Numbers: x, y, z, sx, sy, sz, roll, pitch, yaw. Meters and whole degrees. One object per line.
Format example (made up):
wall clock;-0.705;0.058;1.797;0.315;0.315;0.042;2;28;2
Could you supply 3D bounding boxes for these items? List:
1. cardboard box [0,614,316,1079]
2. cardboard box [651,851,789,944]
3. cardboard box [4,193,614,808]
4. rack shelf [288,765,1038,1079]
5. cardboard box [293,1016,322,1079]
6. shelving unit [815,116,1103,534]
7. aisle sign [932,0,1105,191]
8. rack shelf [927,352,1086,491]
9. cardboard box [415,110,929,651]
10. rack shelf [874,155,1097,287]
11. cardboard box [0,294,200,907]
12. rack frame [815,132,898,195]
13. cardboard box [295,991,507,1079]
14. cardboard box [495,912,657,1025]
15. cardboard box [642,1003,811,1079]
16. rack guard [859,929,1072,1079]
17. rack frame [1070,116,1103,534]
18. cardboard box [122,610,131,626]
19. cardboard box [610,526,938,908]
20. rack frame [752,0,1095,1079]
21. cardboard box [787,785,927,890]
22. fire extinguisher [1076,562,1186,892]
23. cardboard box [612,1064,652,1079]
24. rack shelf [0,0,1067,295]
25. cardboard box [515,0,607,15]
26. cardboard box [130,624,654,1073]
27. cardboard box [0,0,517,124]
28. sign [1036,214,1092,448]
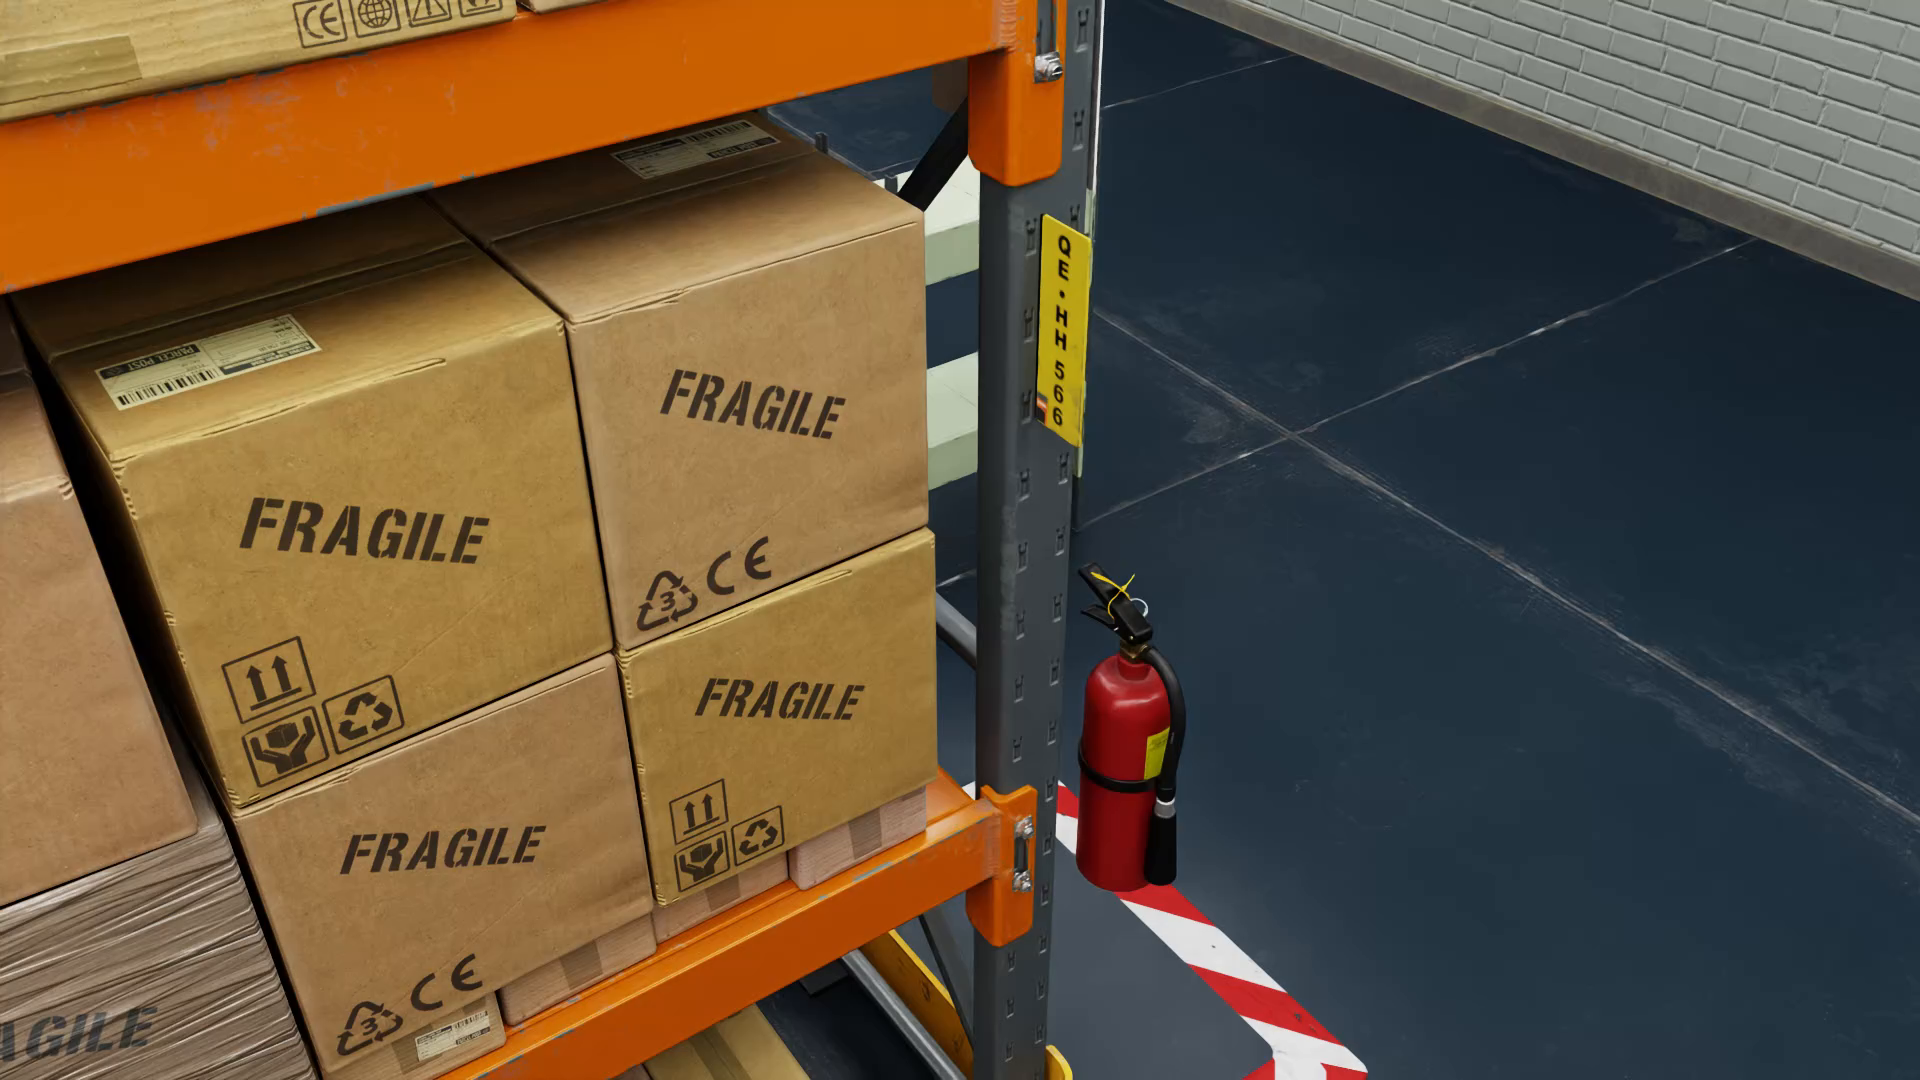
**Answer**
cardboard box;-1.212;0.499;2.147;0.500;0.500;0.500;-22;41;-28
cardboard box;-0.489;0.453;2.767;0.250;0.149;0.380;-22;41;-28
cardboard box;-0.805;-0.084;2.101;0.500;0.500;0.500;-24;42;-29
rack shelf;-1.795;1.005;2.400;4.000;0.370;1.077;-22;41;-28
cardboard box;-1.113;0.716;2.401;0.250;0.149;0.380;-24;42;-30
shelving unit;0.001;-0.604;5.306;0.755;1.500;0.431;-23;42;-28
aisle sign;0.072;-0.896;2.201;0.004;0.787;0.394;-22;41;-28
rack shelf;0.001;-0.340;5.496;0.720;0.370;0.431;-23;42;-28
cardboard box;-0.391;-0.254;2.338;0.500;0.500;0.500;-23;42;-29
rack shelf;0.001;-0.921;5.078;0.720;0.370;0.431;-23;42;-28
cardboard box;-1.225;0.095;1.852;0.500;0.500;0.500;-20;40;-26
rack frame;-0.296;-0.480;5.132;0.023;1.500;0.400;-23;42;-28
cardboard box;-0.881;0.641;2.505;0.250;0.149;0.380;-21;41;-27
cardboard box;-0.685;0.544;2.640;0.250;0.149;0.380;-23;42;-28
cardboard box;-0.447;1.085;3.245;0.250;0.149;0.380;-22;41;-27
rack guard;-0.223;1.081;3.819;0.348;0.500;1.175;-22;41;-28
rack frame;0.298;-0.729;5.480;0.023;1.500;0.400;-23;42;-28
cardboard box;-1.109;0.090;2.715;0.500;0.500;0.500;-22;41;-28
cardboard box;-0.380;0.153;2.628;0.500;0.500;0.500;-21;41;-27
rack frame;-0.161;0.040;3.125;0.127;3.000;1.000;-22;41;-28
cardboard box;-0.264;0.387;2.858;0.250;0.149;0.380;-22;41;-28
fire extinguisher;0.311;0.359;3.068;0.183;0.674;0.296;-22;41;-28
cardboard box;-0.686;1.142;3.166;0.250;0.149;0.380;-22;41;-27
rack shelf;-1.795;-0.213;1.524;4.000;0.370;1.077;-22;41;-28
cardboard box;-0.380;-0.837;1.905;0.500;0.250;0.500;-23;42;-29
cardboard box;-0.804;0.324;2.391;0.500;0.500;0.500;-23;42;-29
cardboard box;-0.793;-0.662;1.661;0.500;0.250;0.500;-22;41;-28
sign;0.143;-0.286;2.317;0.005;0.325;0.100;-22;41;-28
